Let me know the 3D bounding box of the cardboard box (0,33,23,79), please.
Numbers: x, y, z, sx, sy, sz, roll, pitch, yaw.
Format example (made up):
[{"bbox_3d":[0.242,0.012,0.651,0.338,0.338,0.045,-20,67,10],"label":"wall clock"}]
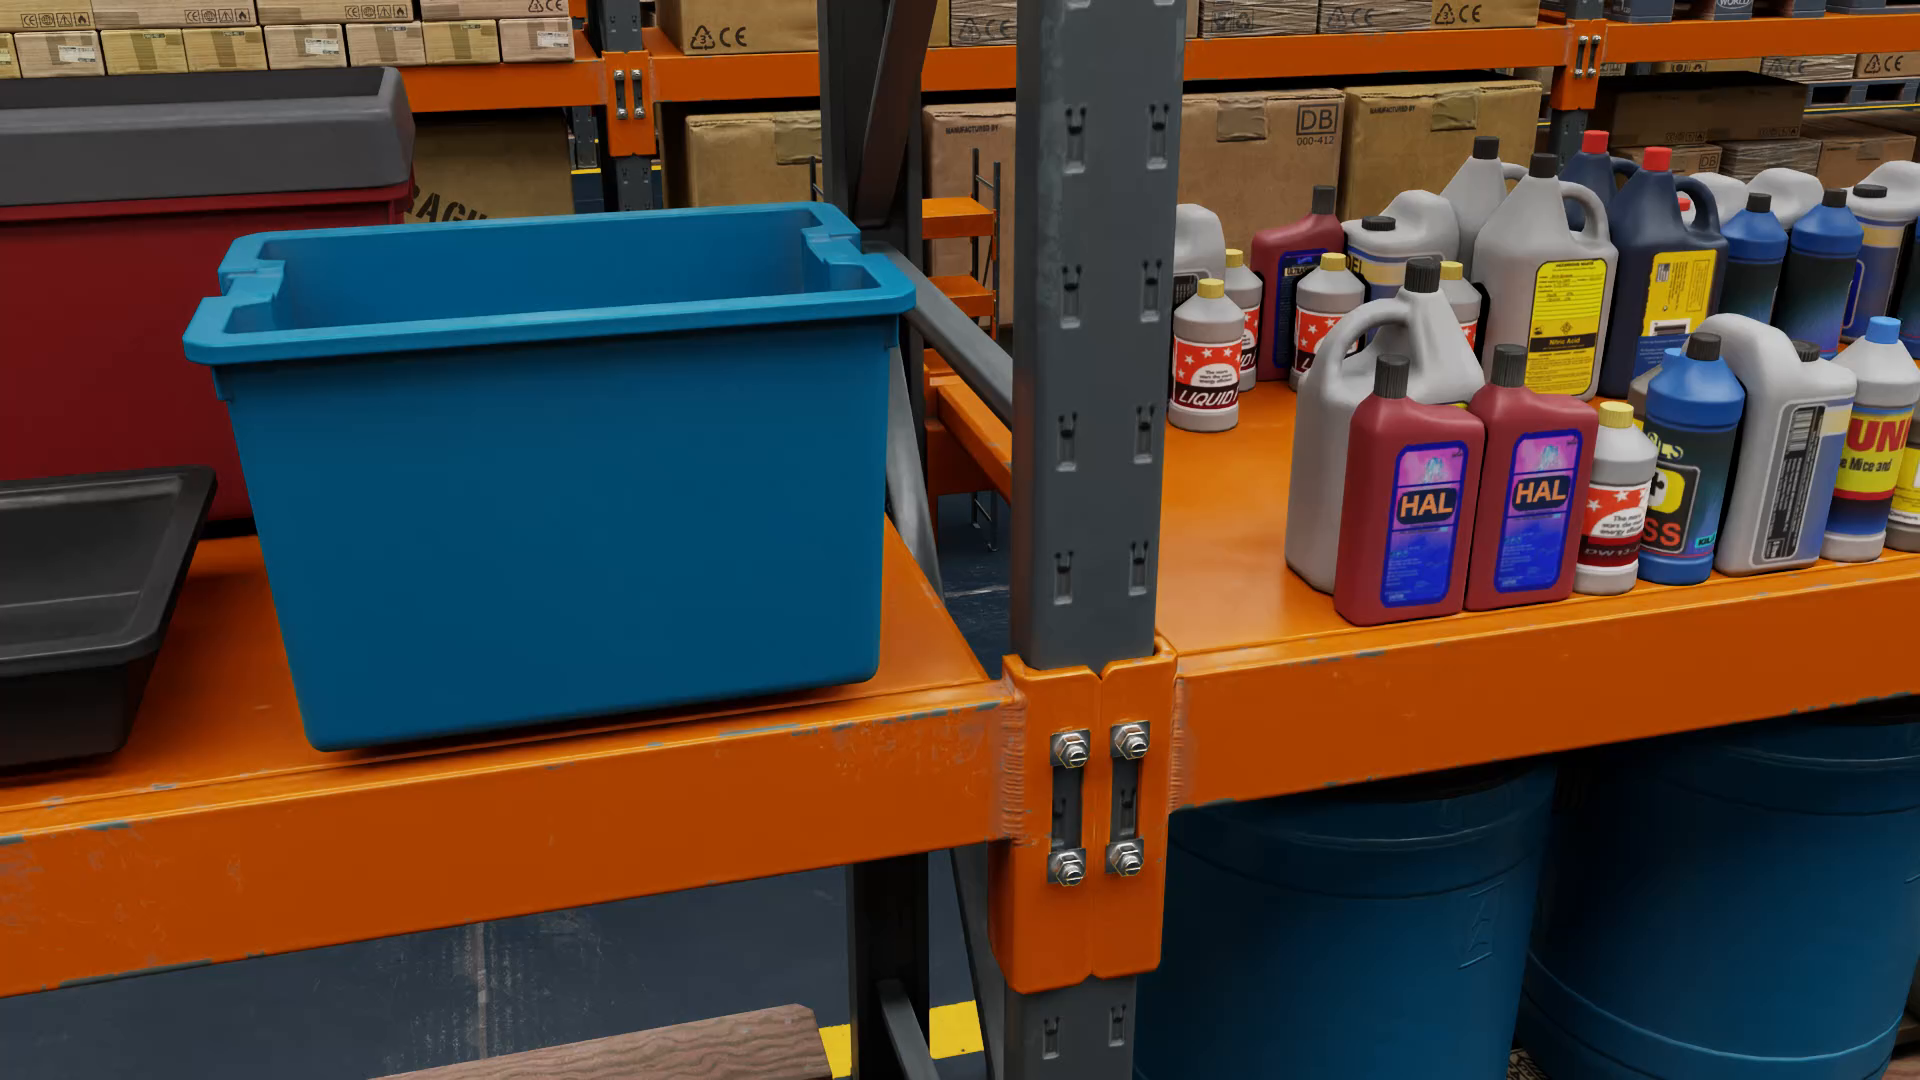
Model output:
[{"bbox_3d":[-3.279,-1.647,5.602,0.250,0.149,0.380,-7,24,-16],"label":"cardboard box"}]

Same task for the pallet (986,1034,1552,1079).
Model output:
[{"bbox_3d":[0.752,0.984,2.688,1.213,0.211,1.003,-6,24,-14],"label":"pallet"}]

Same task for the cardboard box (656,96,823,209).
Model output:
[{"bbox_3d":[-0.729,-1.404,6.879,0.875,0.875,1.225,-6,24,-14],"label":"cardboard box"}]

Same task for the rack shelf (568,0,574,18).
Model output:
[{"bbox_3d":[-4.508,-3.461,10.425,4.000,0.370,1.077,-6,24,-14],"label":"rack shelf"}]

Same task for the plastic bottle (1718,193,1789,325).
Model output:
[{"bbox_3d":[1.179,-0.384,2.503,0.097,0.271,0.097,0,23,0],"label":"plastic bottle"}]

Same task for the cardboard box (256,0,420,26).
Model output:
[{"bbox_3d":[-2.192,-1.976,5.865,0.500,0.250,0.500,-6,24,-13],"label":"cardboard box"}]

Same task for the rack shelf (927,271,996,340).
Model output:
[{"bbox_3d":[-0.159,-0.678,4.911,0.480,0.148,0.258,-6,24,-14],"label":"rack shelf"}]

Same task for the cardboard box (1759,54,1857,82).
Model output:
[{"bbox_3d":[6.612,-4.212,13.423,0.875,0.875,0.875,-6,24,-14],"label":"cardboard box"}]

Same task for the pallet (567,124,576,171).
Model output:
[{"bbox_3d":[-3.219,-2.639,11.132,1.213,0.211,1.003,-6,24,-14],"label":"pallet"}]

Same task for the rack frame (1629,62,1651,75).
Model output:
[{"bbox_3d":[5.120,-4.857,12.766,0.127,3.000,1.000,-6,24,-14],"label":"rack frame"}]

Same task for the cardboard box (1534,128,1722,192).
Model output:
[{"bbox_3d":[3.151,-1.670,7.949,0.500,0.500,0.700,-8,24,-17],"label":"cardboard box"}]

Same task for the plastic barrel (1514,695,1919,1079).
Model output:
[{"bbox_3d":[1.208,0.414,2.611,0.708,0.901,0.600,-6,24,-14],"label":"plastic barrel"}]

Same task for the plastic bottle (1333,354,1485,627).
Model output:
[{"bbox_3d":[0.466,-0.054,1.720,0.133,0.283,0.061,-6,24,-14],"label":"plastic bottle"}]

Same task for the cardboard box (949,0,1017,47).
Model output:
[{"bbox_3d":[0.136,-2.218,6.489,0.500,0.500,0.500,-7,24,-16],"label":"cardboard box"}]

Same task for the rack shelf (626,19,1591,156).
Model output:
[{"bbox_3d":[0.586,-1.994,7.005,4.000,0.370,1.077,-6,24,-14],"label":"rack shelf"}]

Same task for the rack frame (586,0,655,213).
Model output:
[{"bbox_3d":[-1.340,-2.111,6.366,0.127,3.000,1.000,-6,24,-14],"label":"rack frame"}]

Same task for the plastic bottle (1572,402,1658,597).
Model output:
[{"bbox_3d":[0.701,-0.050,1.814,0.097,0.201,0.097,0,23,0],"label":"plastic bottle"}]

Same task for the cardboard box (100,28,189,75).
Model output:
[{"bbox_3d":[-2.782,-1.702,5.731,0.250,0.149,0.380,-7,24,-15],"label":"cardboard box"}]

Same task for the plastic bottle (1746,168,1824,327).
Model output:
[{"bbox_3d":[1.257,-0.445,2.641,0.135,0.276,0.152,-6,24,-14],"label":"plastic bottle"}]

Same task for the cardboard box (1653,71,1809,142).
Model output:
[{"bbox_3d":[3.657,-2.078,7.951,0.500,0.250,0.500,-4,23,-8],"label":"cardboard box"}]

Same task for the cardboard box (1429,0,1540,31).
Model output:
[{"bbox_3d":[2.103,-2.437,6.998,0.500,0.500,0.500,-6,24,-13],"label":"cardboard box"}]

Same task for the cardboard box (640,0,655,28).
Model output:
[{"bbox_3d":[-1.933,-3.569,11.451,0.500,0.250,0.500,-7,24,-16],"label":"cardboard box"}]

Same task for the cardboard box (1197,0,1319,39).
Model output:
[{"bbox_3d":[1.123,-2.329,6.747,0.500,0.500,0.500,-7,24,-16],"label":"cardboard box"}]

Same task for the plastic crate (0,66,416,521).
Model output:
[{"bbox_3d":[-0.929,-0.288,1.960,0.583,0.464,0.402,-6,24,-14],"label":"plastic crate"}]

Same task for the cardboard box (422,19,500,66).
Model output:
[{"bbox_3d":[-1.793,-1.811,5.986,0.250,0.149,0.380,-6,24,-13],"label":"cardboard box"}]

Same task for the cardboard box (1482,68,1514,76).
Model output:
[{"bbox_3d":[3.617,-3.815,12.657,0.750,0.750,1.050,-6,24,-14],"label":"cardboard box"}]

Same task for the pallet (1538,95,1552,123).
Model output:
[{"bbox_3d":[4.398,-3.465,13.058,1.213,0.211,1.003,-6,24,-14],"label":"pallet"}]

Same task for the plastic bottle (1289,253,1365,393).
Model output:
[{"bbox_3d":[0.539,-0.318,2.439,0.097,0.201,0.097,0,23,0],"label":"plastic bottle"}]

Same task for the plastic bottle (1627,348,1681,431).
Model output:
[{"bbox_3d":[0.847,-0.129,1.997,0.097,0.201,0.097,0,23,0],"label":"plastic bottle"}]

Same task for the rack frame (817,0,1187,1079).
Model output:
[{"bbox_3d":[-0.002,-0.231,1.984,0.127,3.000,1.000,-6,24,-14],"label":"rack frame"}]

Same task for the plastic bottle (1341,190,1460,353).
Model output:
[{"bbox_3d":[0.642,-0.377,2.483,0.135,0.276,0.152,-6,24,-14],"label":"plastic bottle"}]

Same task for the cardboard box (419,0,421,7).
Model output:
[{"bbox_3d":[-1.863,-2.228,6.452,0.500,0.250,0.500,-7,24,-15],"label":"cardboard box"}]

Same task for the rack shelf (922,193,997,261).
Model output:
[{"bbox_3d":[-0.159,-0.895,4.817,0.480,0.148,0.258,-6,24,-14],"label":"rack shelf"}]

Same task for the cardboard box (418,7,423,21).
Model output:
[{"bbox_3d":[-2.221,-2.034,6.505,0.250,0.149,0.380,-6,24,-13],"label":"cardboard box"}]

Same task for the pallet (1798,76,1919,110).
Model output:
[{"bbox_3d":[7.050,-3.758,13.741,1.213,0.211,1.003,-6,24,-14],"label":"pallet"}]

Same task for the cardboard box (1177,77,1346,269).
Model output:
[{"bbox_3d":[0.981,-1.596,7.328,0.875,0.875,1.225,-6,24,-14],"label":"cardboard box"}]

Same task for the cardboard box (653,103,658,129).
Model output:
[{"bbox_3d":[-1.799,-3.027,11.139,0.500,0.500,0.500,-5,24,-12],"label":"cardboard box"}]

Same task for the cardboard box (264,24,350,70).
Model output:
[{"bbox_3d":[-2.287,-1.757,5.859,0.250,0.149,0.380,-6,24,-13],"label":"cardboard box"}]

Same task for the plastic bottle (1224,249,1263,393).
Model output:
[{"bbox_3d":[0.395,-0.327,2.460,0.097,0.201,0.097,0,23,0],"label":"plastic bottle"}]

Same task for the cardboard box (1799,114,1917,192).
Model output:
[{"bbox_3d":[4.226,-1.797,8.245,0.500,0.500,0.700,-4,24,-10],"label":"cardboard box"}]

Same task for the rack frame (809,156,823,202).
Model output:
[{"bbox_3d":[-0.394,-0.508,4.912,0.015,1.200,0.240,-6,24,-14],"label":"rack frame"}]

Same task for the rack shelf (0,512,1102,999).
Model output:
[{"bbox_3d":[-1.927,0.313,1.629,4.000,0.370,1.077,-6,24,-14],"label":"rack shelf"}]

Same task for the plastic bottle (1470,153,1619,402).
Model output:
[{"bbox_3d":[0.834,-0.376,2.384,0.185,0.351,0.144,-6,24,-14],"label":"plastic bottle"}]

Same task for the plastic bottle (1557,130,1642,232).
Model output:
[{"bbox_3d":[0.973,-0.450,2.557,0.185,0.351,0.144,-6,24,-14],"label":"plastic bottle"}]

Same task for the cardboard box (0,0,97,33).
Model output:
[{"bbox_3d":[-3.172,-1.869,5.615,0.500,0.250,0.500,-7,24,-15],"label":"cardboard box"}]

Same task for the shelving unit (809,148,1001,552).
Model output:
[{"bbox_3d":[-0.159,-0.534,4.972,0.503,1.200,0.258,-6,24,-14],"label":"shelving unit"}]

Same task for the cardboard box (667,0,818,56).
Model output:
[{"bbox_3d":[-0.829,-2.111,6.240,0.500,0.500,0.500,-6,24,-14],"label":"cardboard box"}]

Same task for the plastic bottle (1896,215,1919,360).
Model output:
[{"bbox_3d":[1.532,-0.423,2.594,0.097,0.271,0.097,0,23,0],"label":"plastic bottle"}]

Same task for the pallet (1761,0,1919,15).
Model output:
[{"bbox_3d":[4.406,-2.676,7.925,1.213,0.211,1.003,-6,24,-14],"label":"pallet"}]

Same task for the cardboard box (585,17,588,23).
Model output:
[{"bbox_3d":[-3.441,-5.187,15.696,0.875,0.875,0.875,-6,24,-13],"label":"cardboard box"}]

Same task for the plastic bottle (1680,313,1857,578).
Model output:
[{"bbox_3d":[0.899,-0.117,1.877,0.135,0.276,0.152,-6,24,-14],"label":"plastic bottle"}]

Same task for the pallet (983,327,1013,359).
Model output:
[{"bbox_3d":[0.560,-1.072,7.481,1.213,0.211,1.003,-6,24,-14],"label":"pallet"}]

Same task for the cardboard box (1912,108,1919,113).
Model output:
[{"bbox_3d":[5.302,-1.916,8.523,0.500,0.500,0.700,-6,24,-15],"label":"cardboard box"}]

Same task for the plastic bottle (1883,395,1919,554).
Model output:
[{"bbox_3d":[1.112,-0.095,1.920,0.097,0.201,0.097,0,23,0],"label":"plastic bottle"}]
